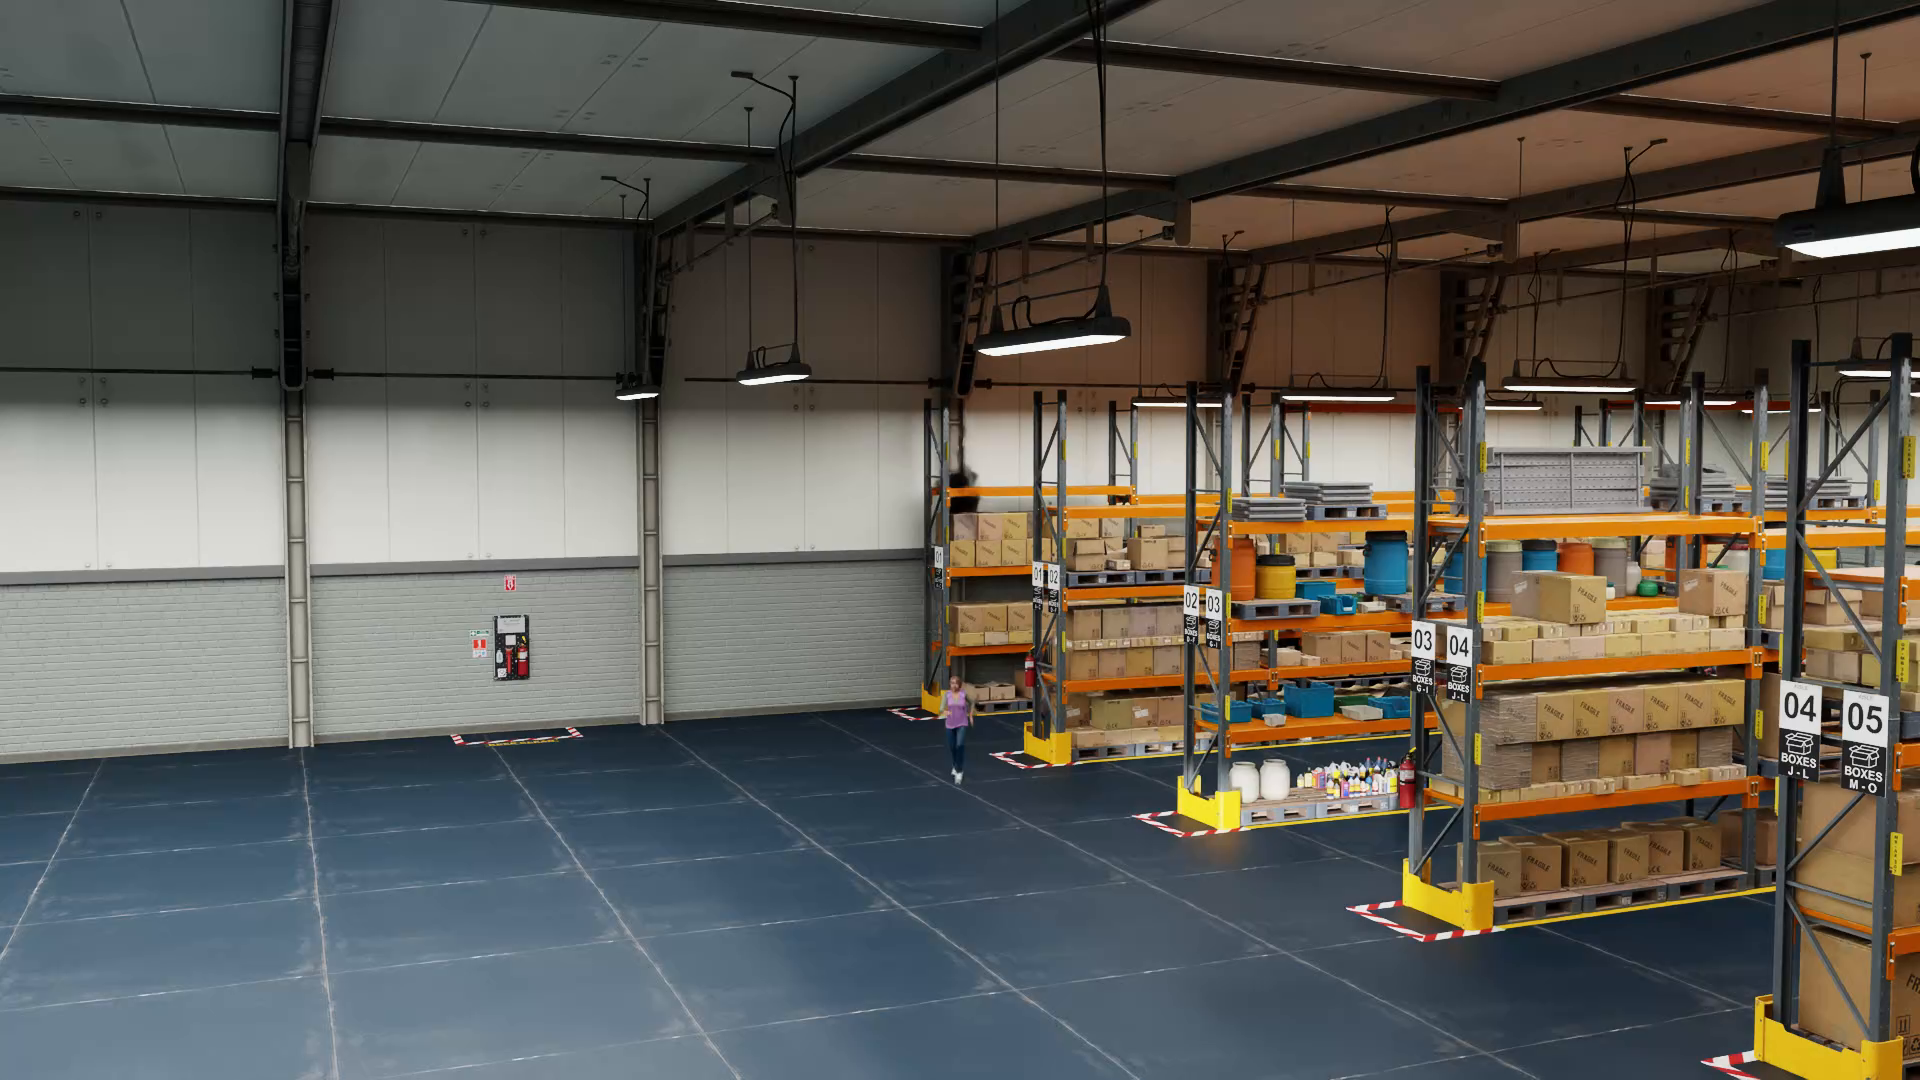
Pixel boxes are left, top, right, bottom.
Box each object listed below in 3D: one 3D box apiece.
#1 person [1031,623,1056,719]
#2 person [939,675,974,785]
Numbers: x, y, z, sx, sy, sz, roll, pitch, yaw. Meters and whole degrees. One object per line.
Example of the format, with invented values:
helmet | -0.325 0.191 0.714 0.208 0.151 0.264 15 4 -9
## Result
person | 1.592 2.310 29.391 0.826 1.681 0.683 -2 4 -30
person | -0.056 2.868 25.273 0.504 1.640 0.784 1 3 9
